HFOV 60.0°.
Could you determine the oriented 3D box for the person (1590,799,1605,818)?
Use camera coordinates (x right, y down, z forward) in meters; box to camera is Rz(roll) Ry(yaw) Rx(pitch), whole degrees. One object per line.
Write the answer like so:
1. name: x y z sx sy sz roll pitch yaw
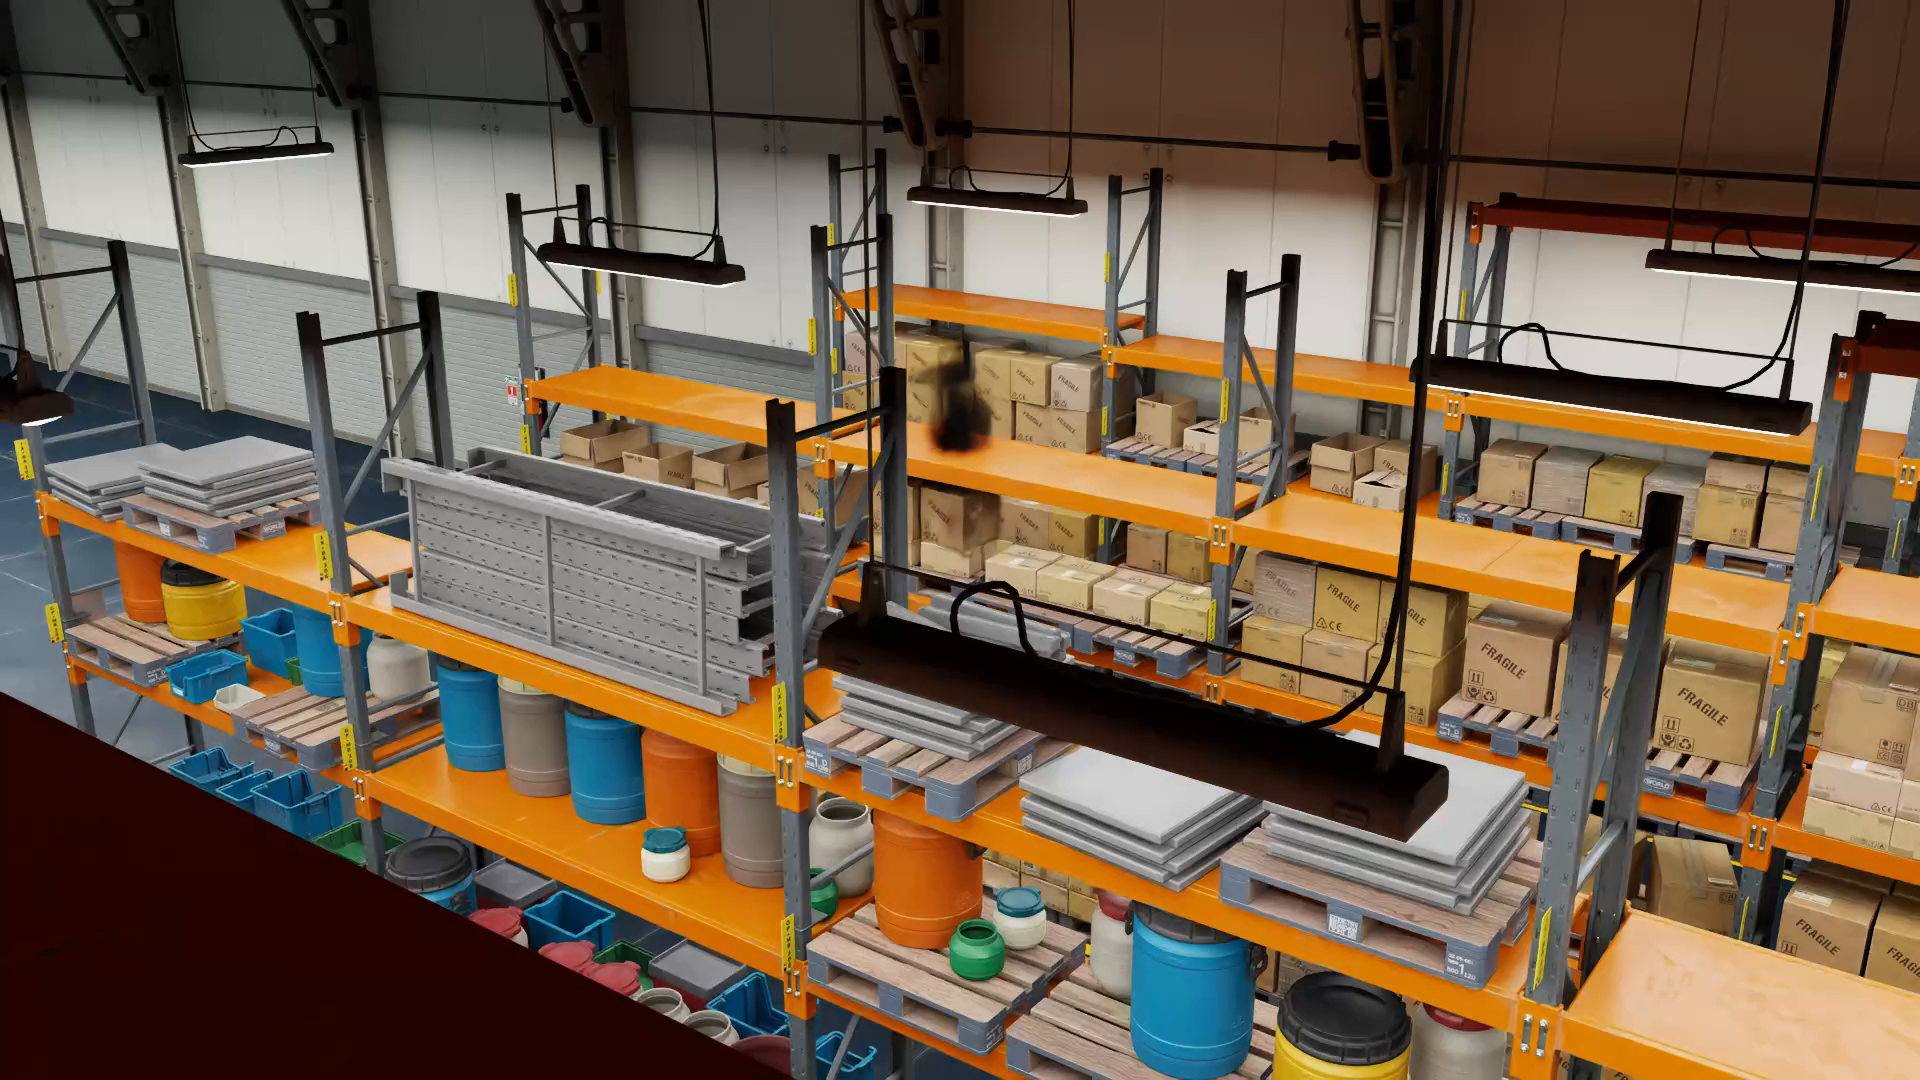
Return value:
1. person: 5.793 2.517 15.298 0.995 1.435 0.656 7 20 20
